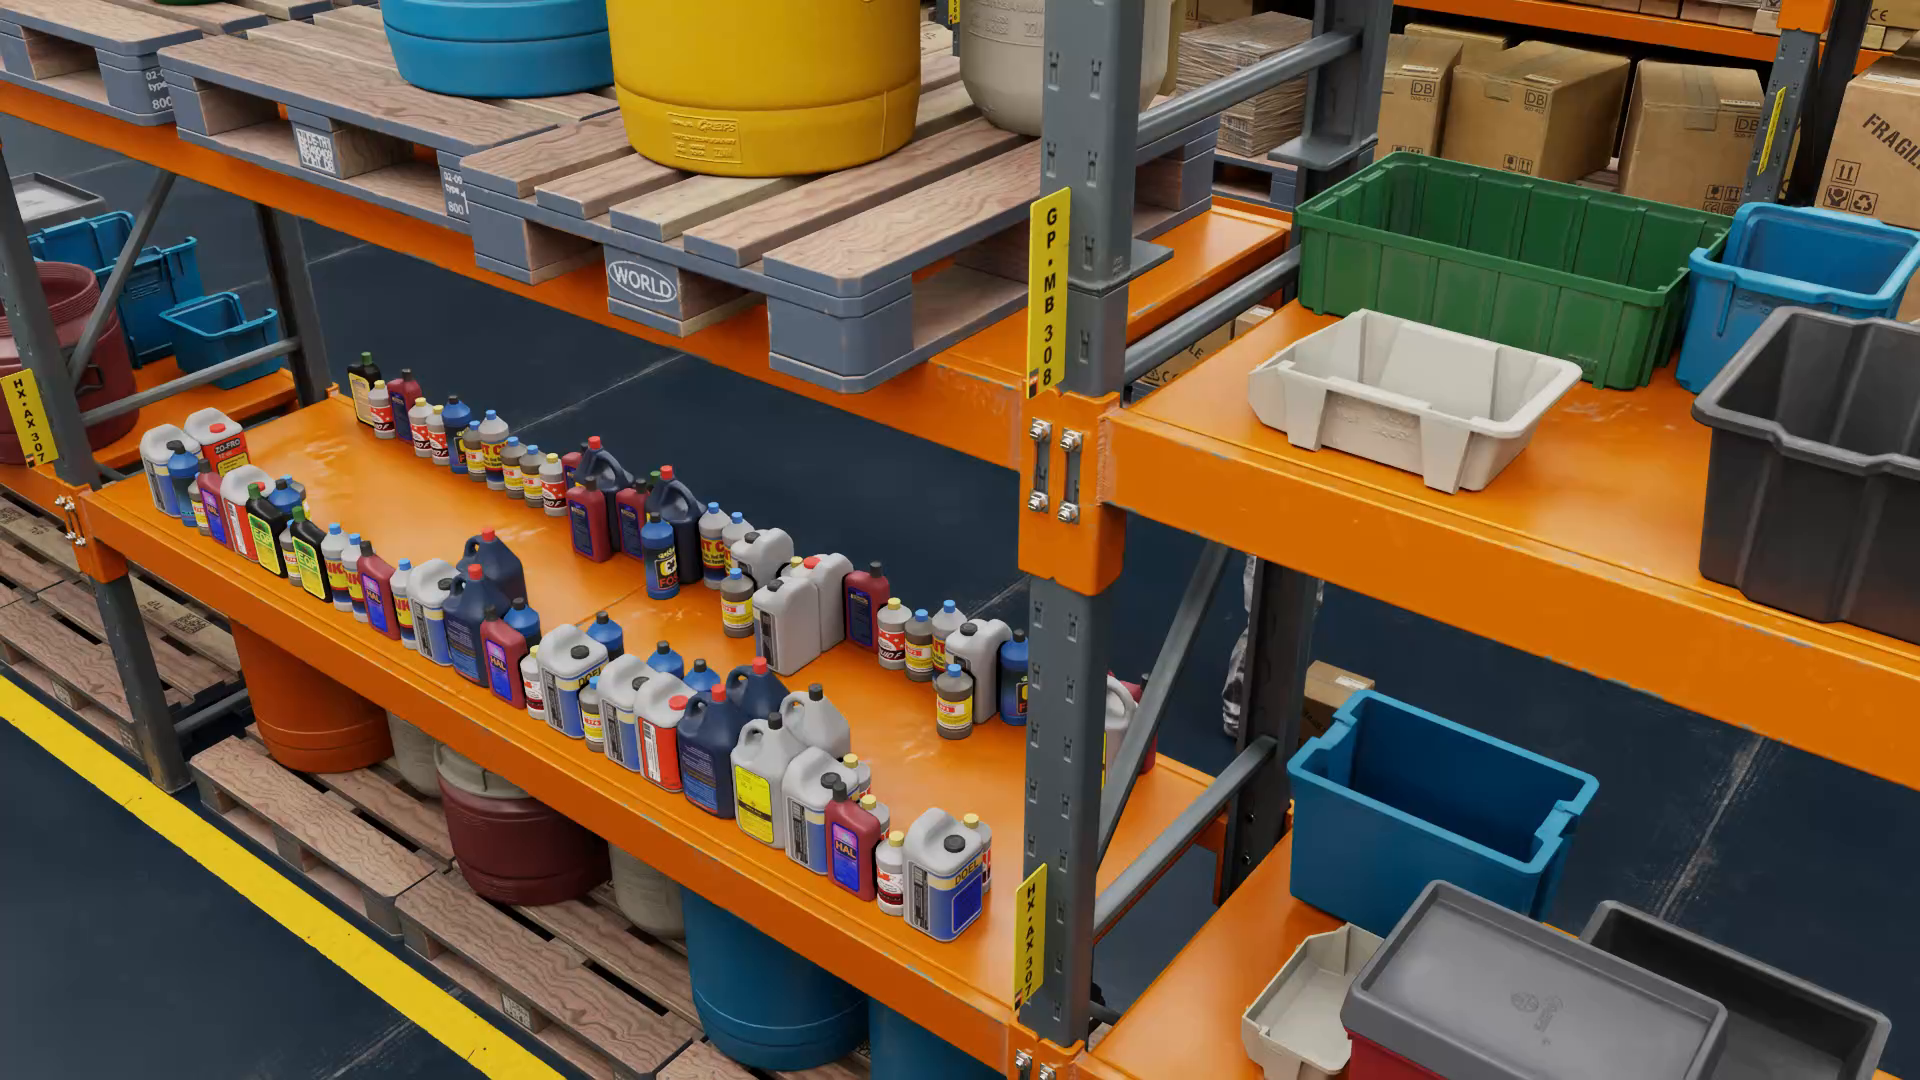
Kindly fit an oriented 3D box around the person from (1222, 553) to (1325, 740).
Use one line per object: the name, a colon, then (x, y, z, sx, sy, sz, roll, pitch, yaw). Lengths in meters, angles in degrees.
person: (1.250, -0.056, 6.217, 0.449, 1.773, 0.621, 19, 35, 29)
